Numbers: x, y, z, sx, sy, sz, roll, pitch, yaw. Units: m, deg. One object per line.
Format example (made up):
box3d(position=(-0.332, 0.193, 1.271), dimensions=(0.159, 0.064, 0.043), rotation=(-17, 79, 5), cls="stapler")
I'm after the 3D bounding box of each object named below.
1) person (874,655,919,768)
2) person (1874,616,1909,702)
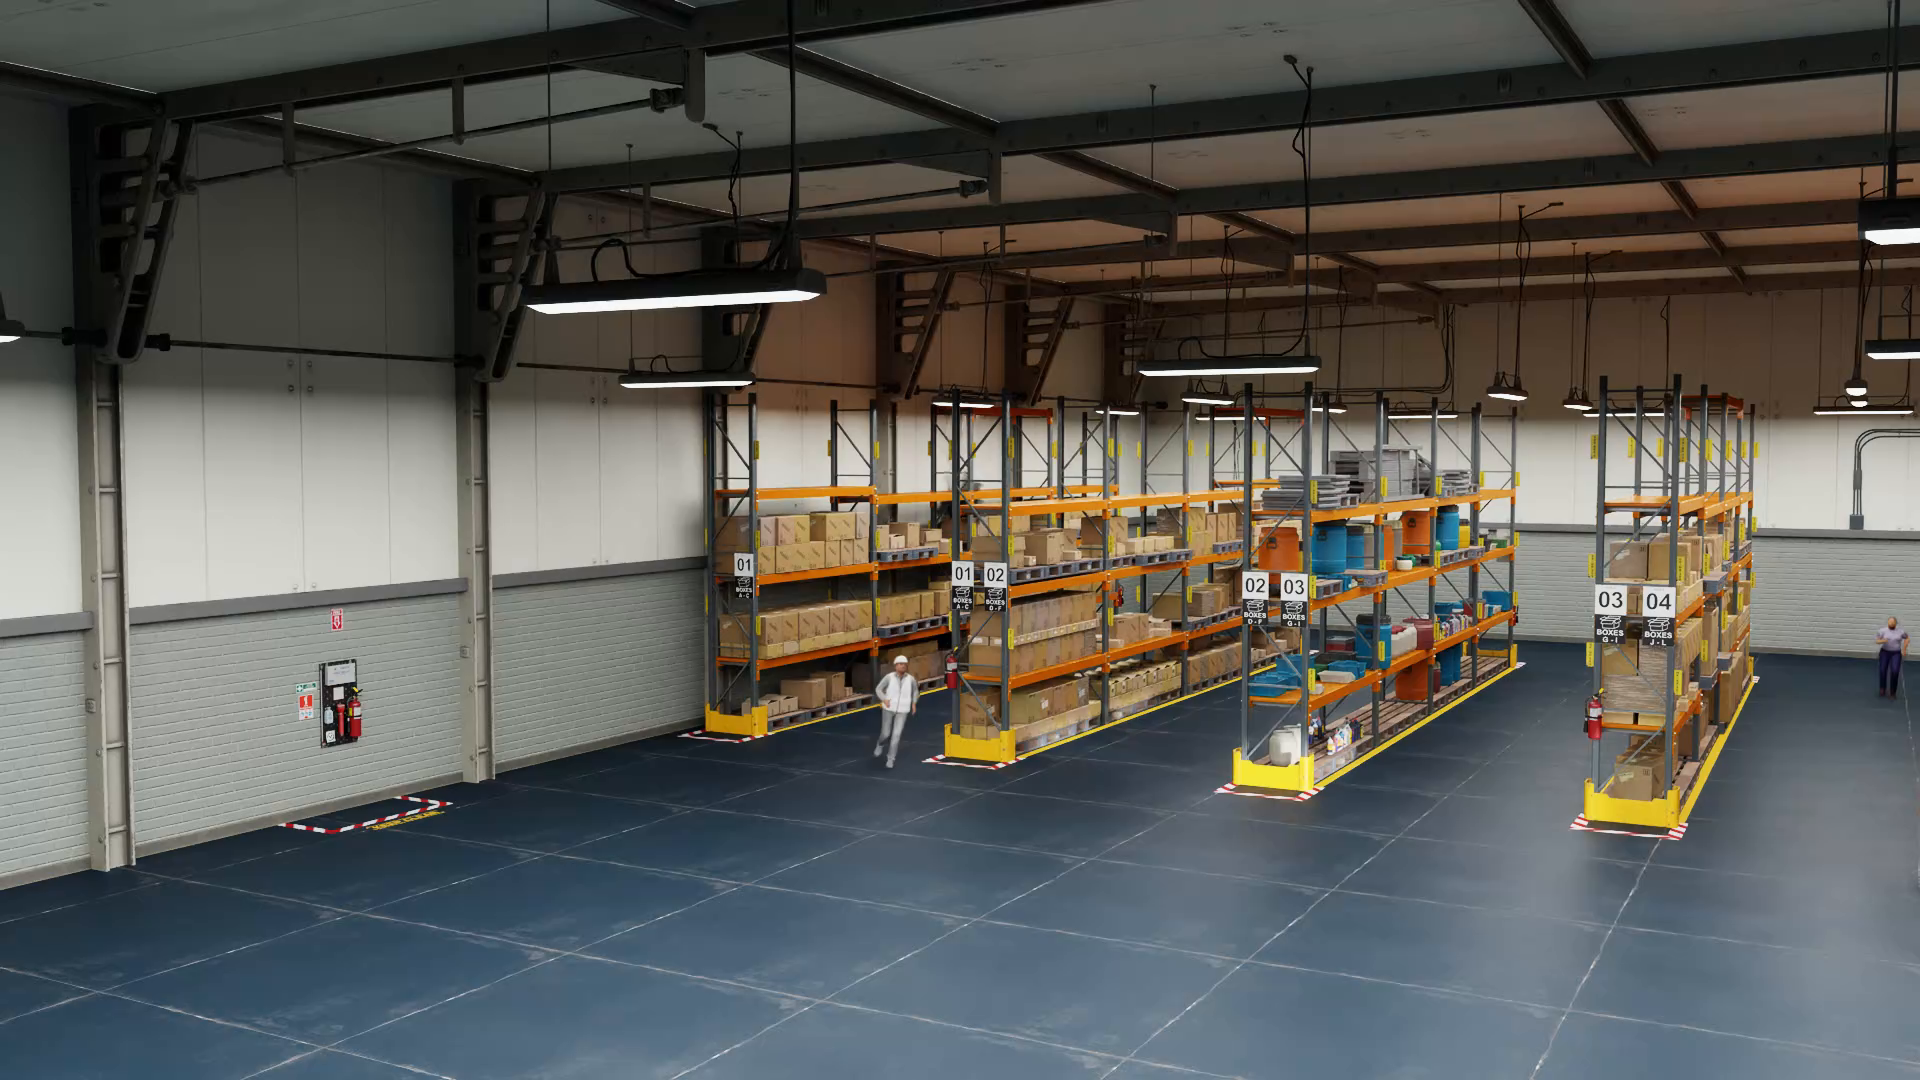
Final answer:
box3d(position=(-0.985, 2.701, 26.450), dimensions=(0.714, 1.730, 0.905), rotation=(0, 3, -8), cls="person")
box3d(position=(18.694, 2.371, 33.406), dimensions=(0.591, 1.700, 0.816), rotation=(2, 4, 33), cls="person")
